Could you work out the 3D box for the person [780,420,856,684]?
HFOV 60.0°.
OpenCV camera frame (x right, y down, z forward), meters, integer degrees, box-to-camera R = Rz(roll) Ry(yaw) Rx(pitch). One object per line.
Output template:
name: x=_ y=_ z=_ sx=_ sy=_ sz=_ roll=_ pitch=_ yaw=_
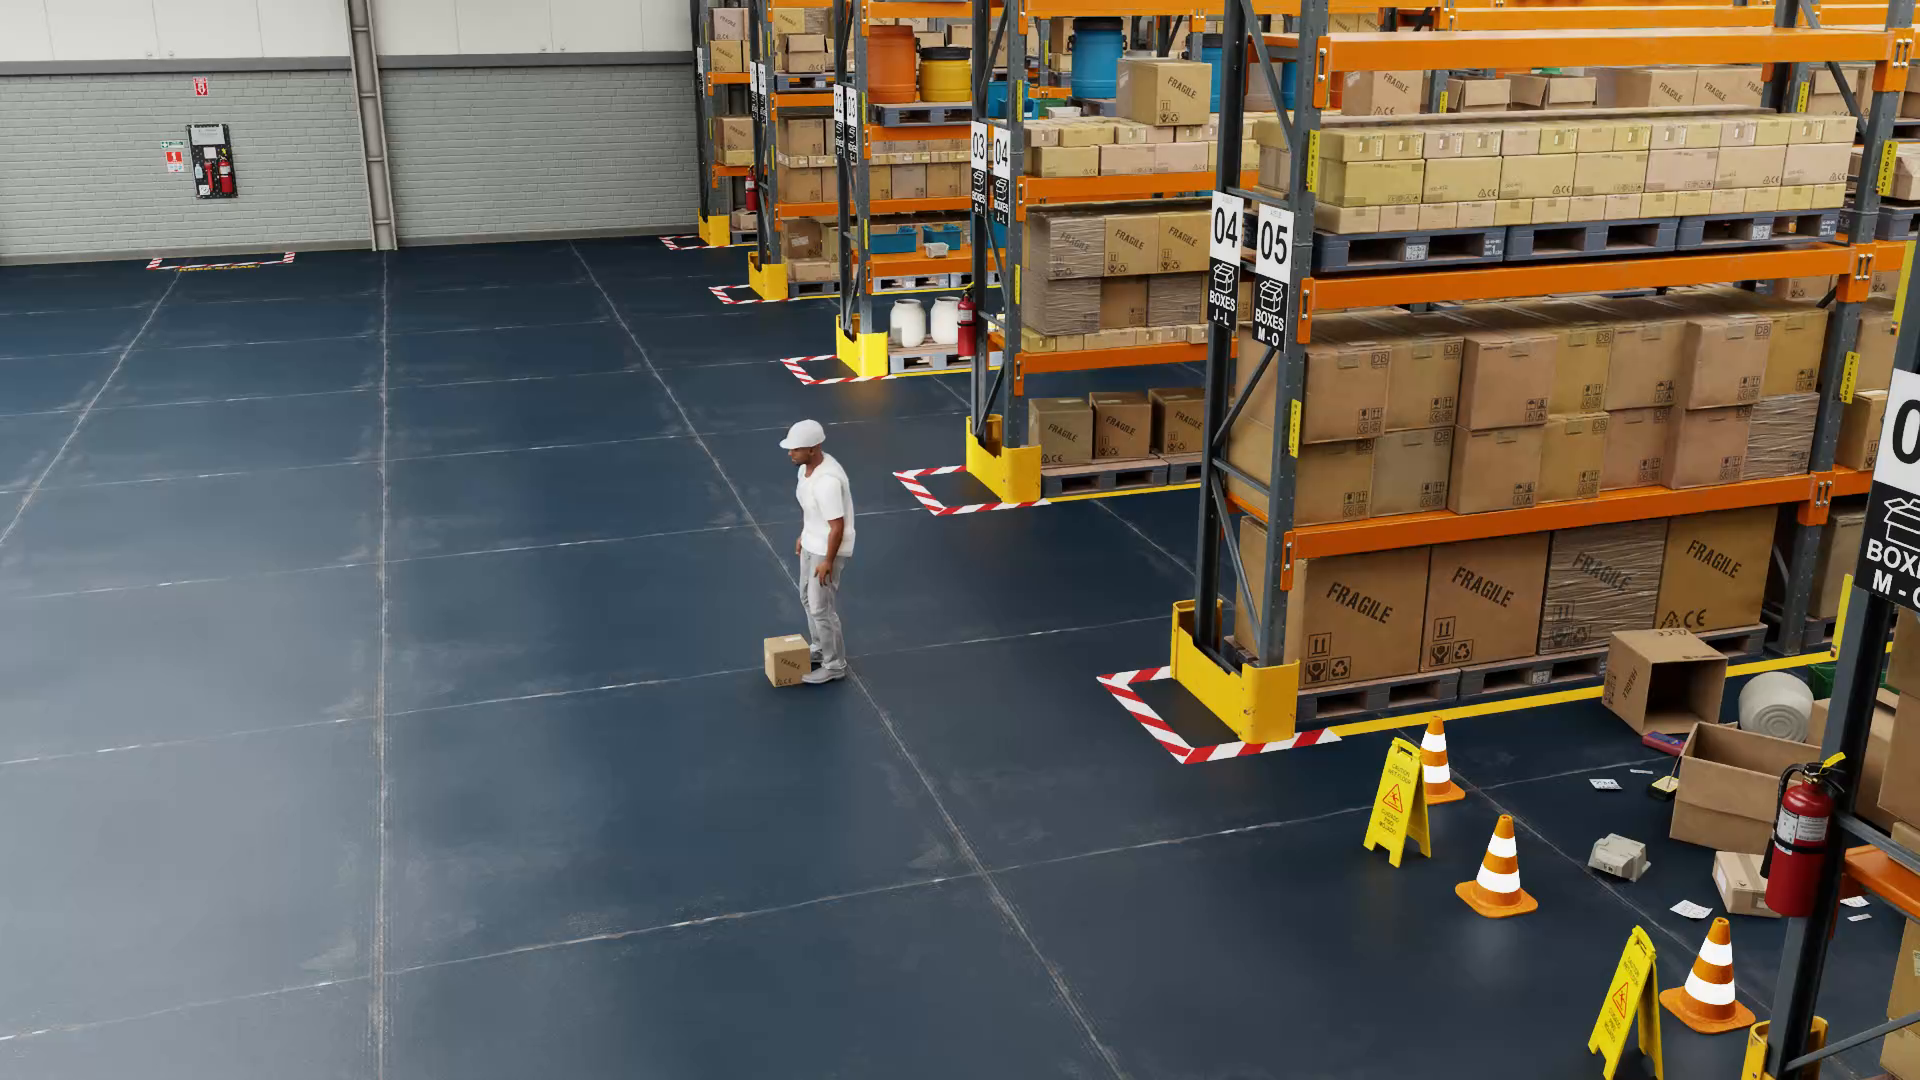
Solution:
person: x=-0.931 y=0.059 z=10.868 sx=0.461 sy=1.759 sz=0.630 roll=-7 pitch=20 yaw=-20
